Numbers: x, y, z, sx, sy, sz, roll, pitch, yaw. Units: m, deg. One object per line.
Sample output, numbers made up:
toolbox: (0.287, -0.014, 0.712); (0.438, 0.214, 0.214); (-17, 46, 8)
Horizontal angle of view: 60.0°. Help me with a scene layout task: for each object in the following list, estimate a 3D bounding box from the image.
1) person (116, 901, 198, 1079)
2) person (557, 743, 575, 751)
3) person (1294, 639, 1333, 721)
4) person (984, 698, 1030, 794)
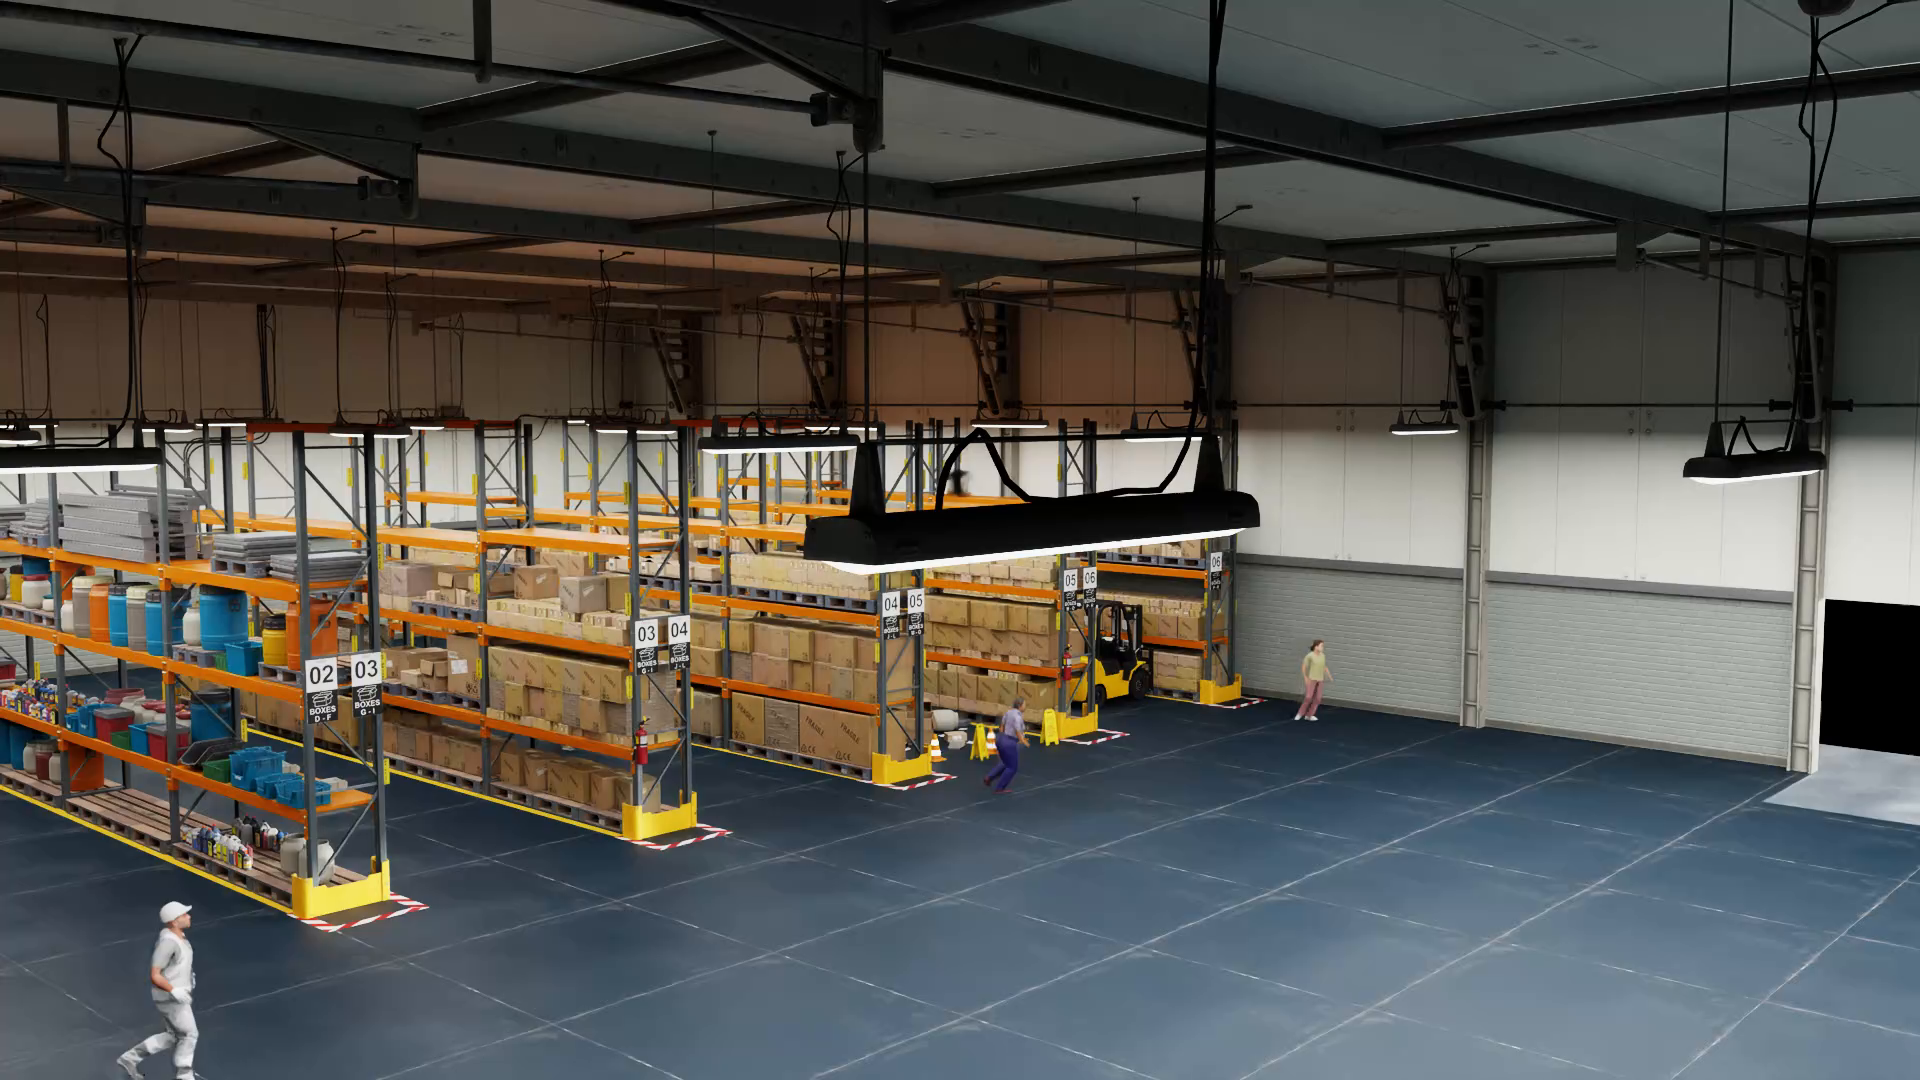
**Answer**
person: (-7.330, 4.204, 15.257); (0.780, 1.787, 0.671); (-1, 5, -17)
person: (-7.201, 3.094, 30.387); (0.582, 1.527, 0.539); (2, 5, 27)
person: (7.032, 2.804, 33.147); (0.716, 1.645, 0.530); (-2, 5, -28)
person: (0.766, 3.342, 27.040); (0.722, 1.566, 0.587); (-2, 5, -20)
